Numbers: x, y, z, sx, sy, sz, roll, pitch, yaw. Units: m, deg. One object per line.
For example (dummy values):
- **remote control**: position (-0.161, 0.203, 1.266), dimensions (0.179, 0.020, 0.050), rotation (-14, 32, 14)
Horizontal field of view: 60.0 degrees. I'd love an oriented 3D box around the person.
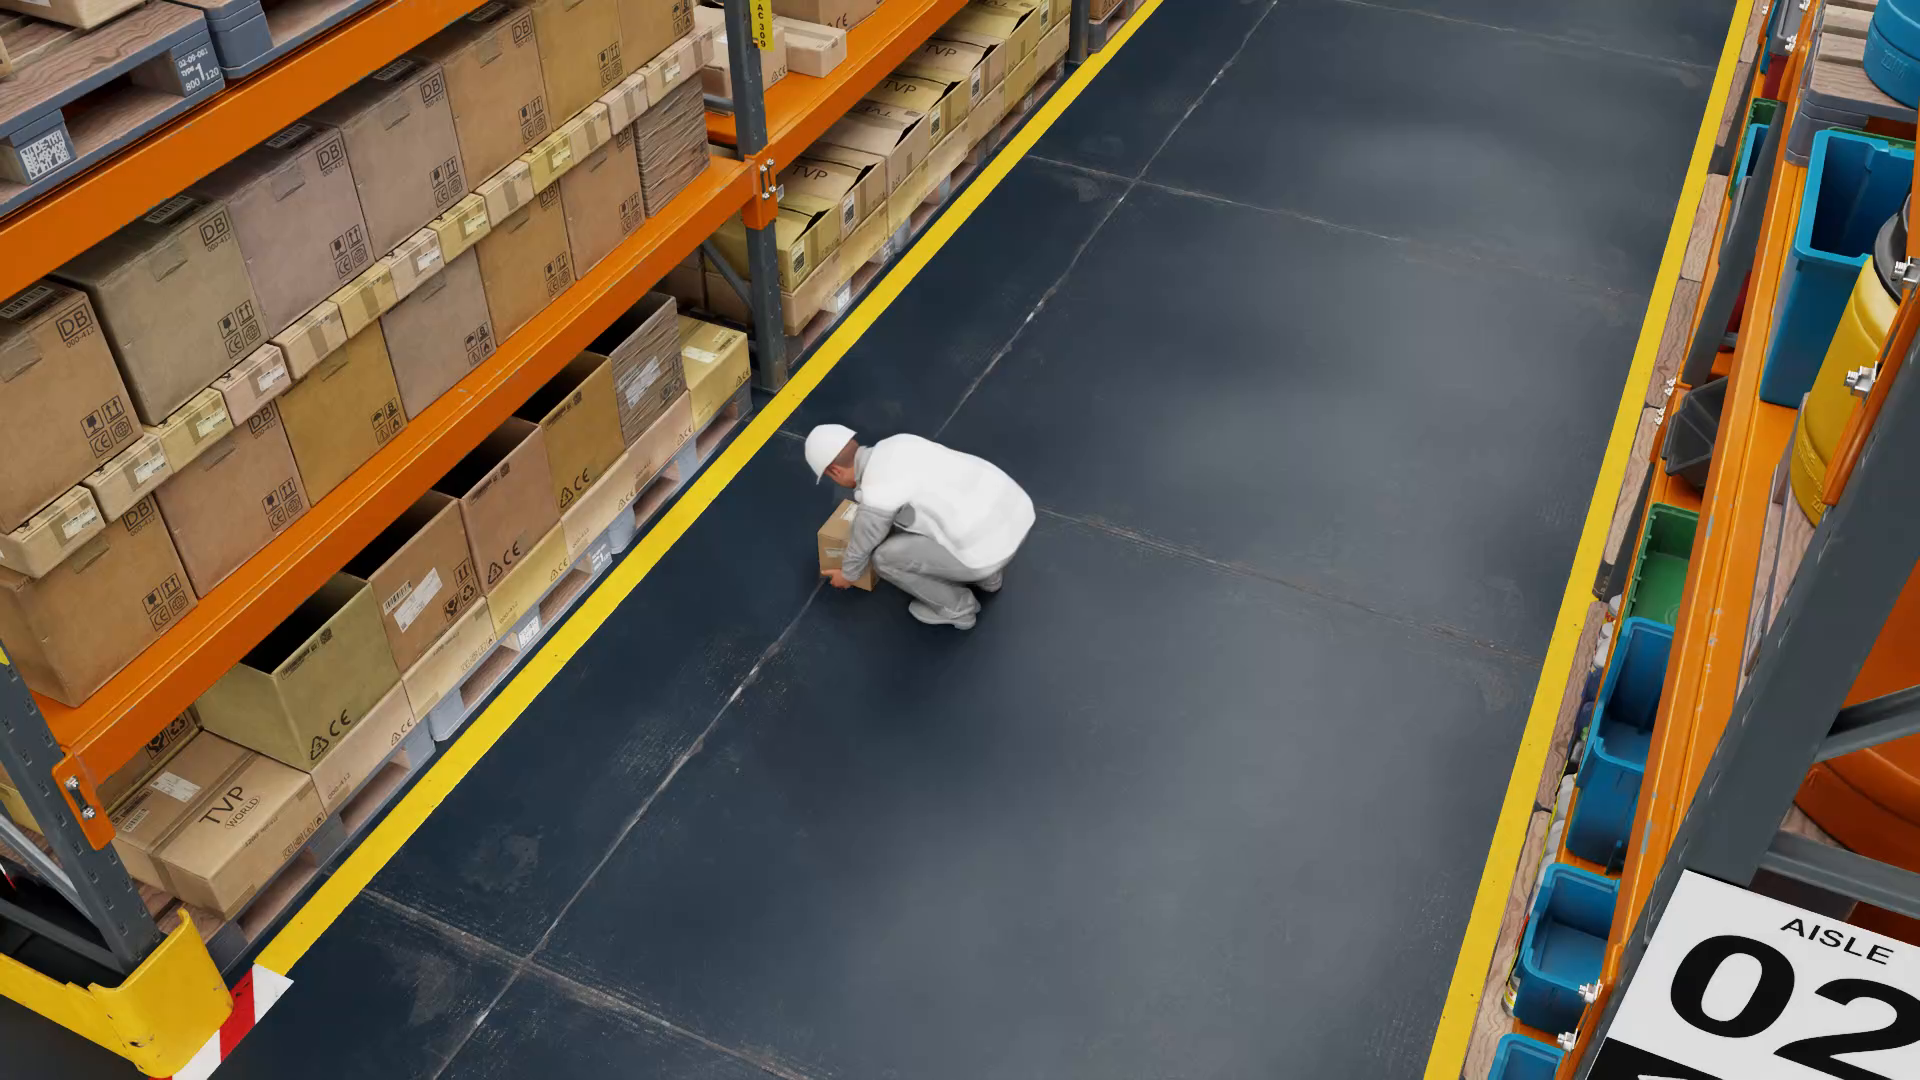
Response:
- **person**: position (-0.181, -0.059, 7.013), dimensions (0.964, 0.854, 0.521), rotation (17, 44, 18)
